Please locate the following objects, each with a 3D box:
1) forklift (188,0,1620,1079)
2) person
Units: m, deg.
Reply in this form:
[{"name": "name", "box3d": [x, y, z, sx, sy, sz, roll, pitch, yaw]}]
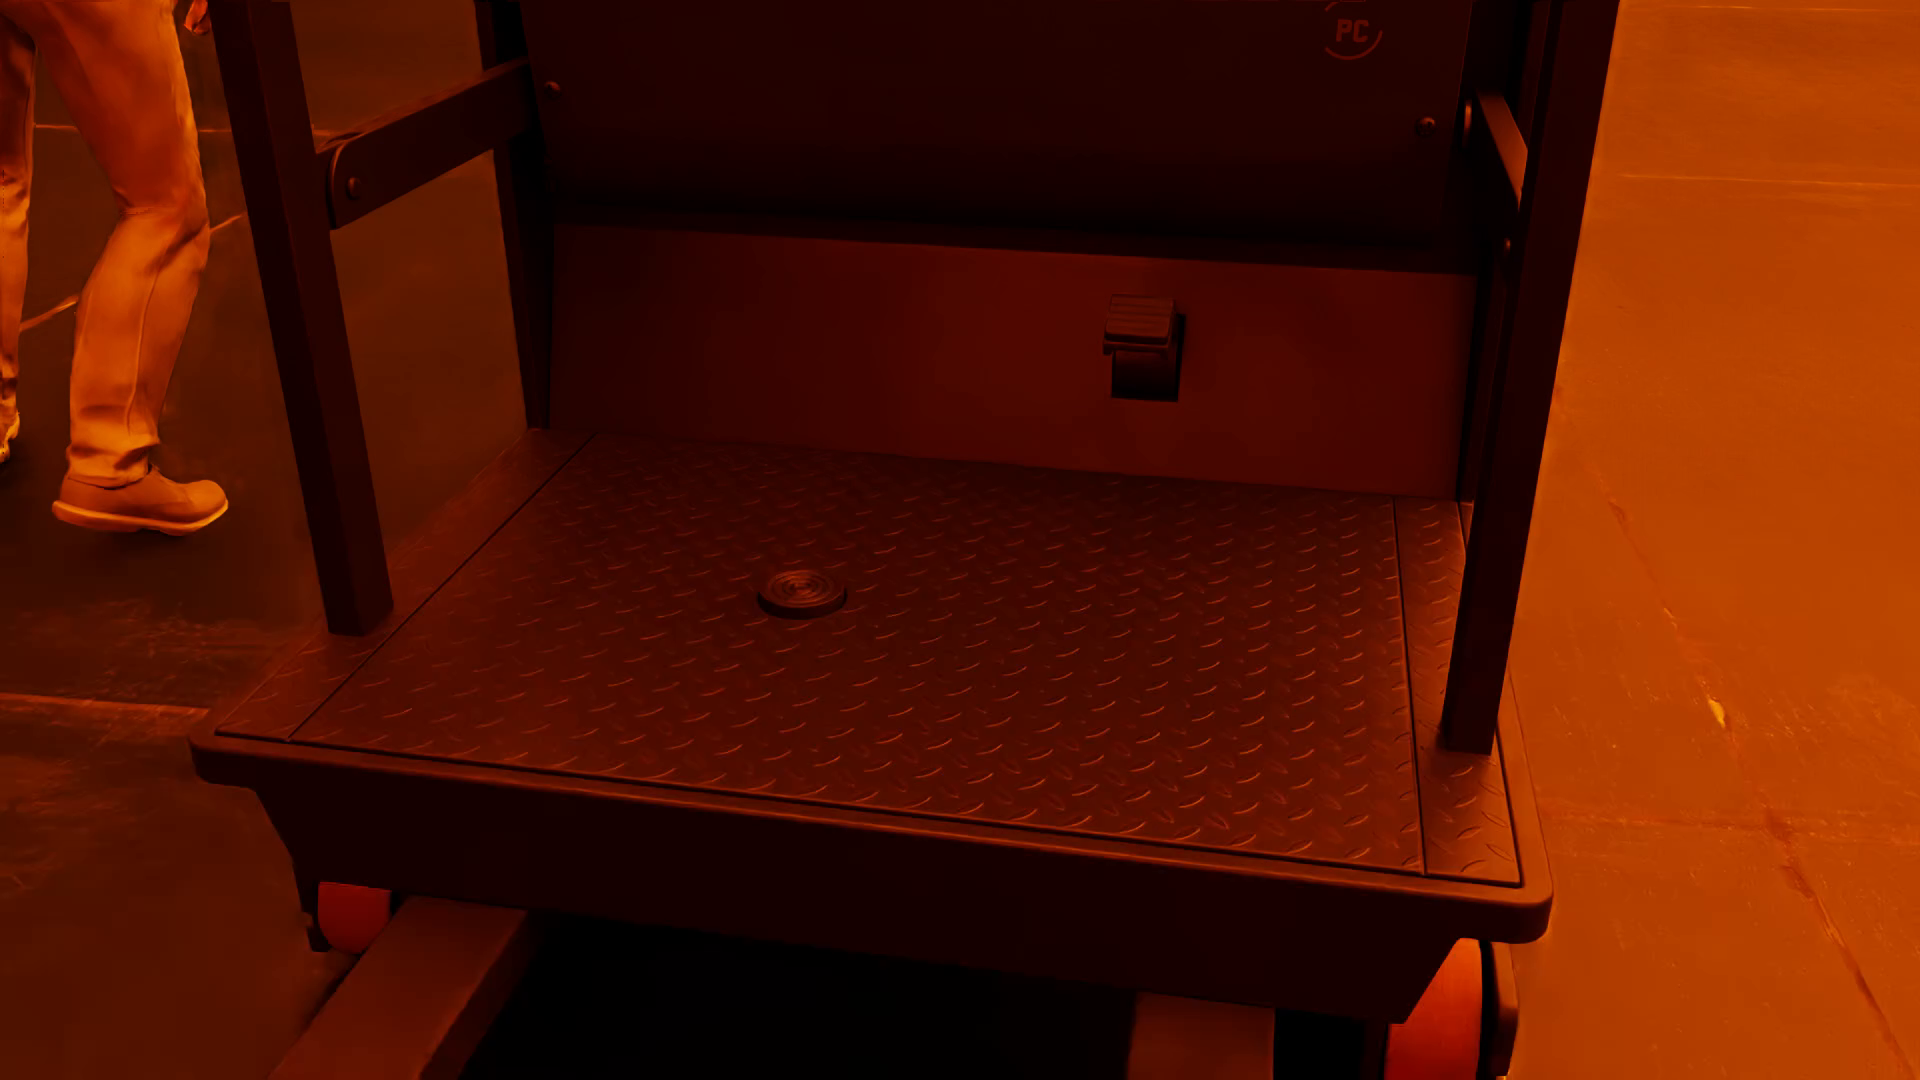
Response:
[{"name": "forklift", "box3d": [-0.018, -0.986, 1.194, 1.130, 2.935, 3.031, 5, 27, 10]}, {"name": "person", "box3d": [-1.328, -0.790, 2.282, 0.795, 1.641, 0.462, 8, 27, 15]}]
